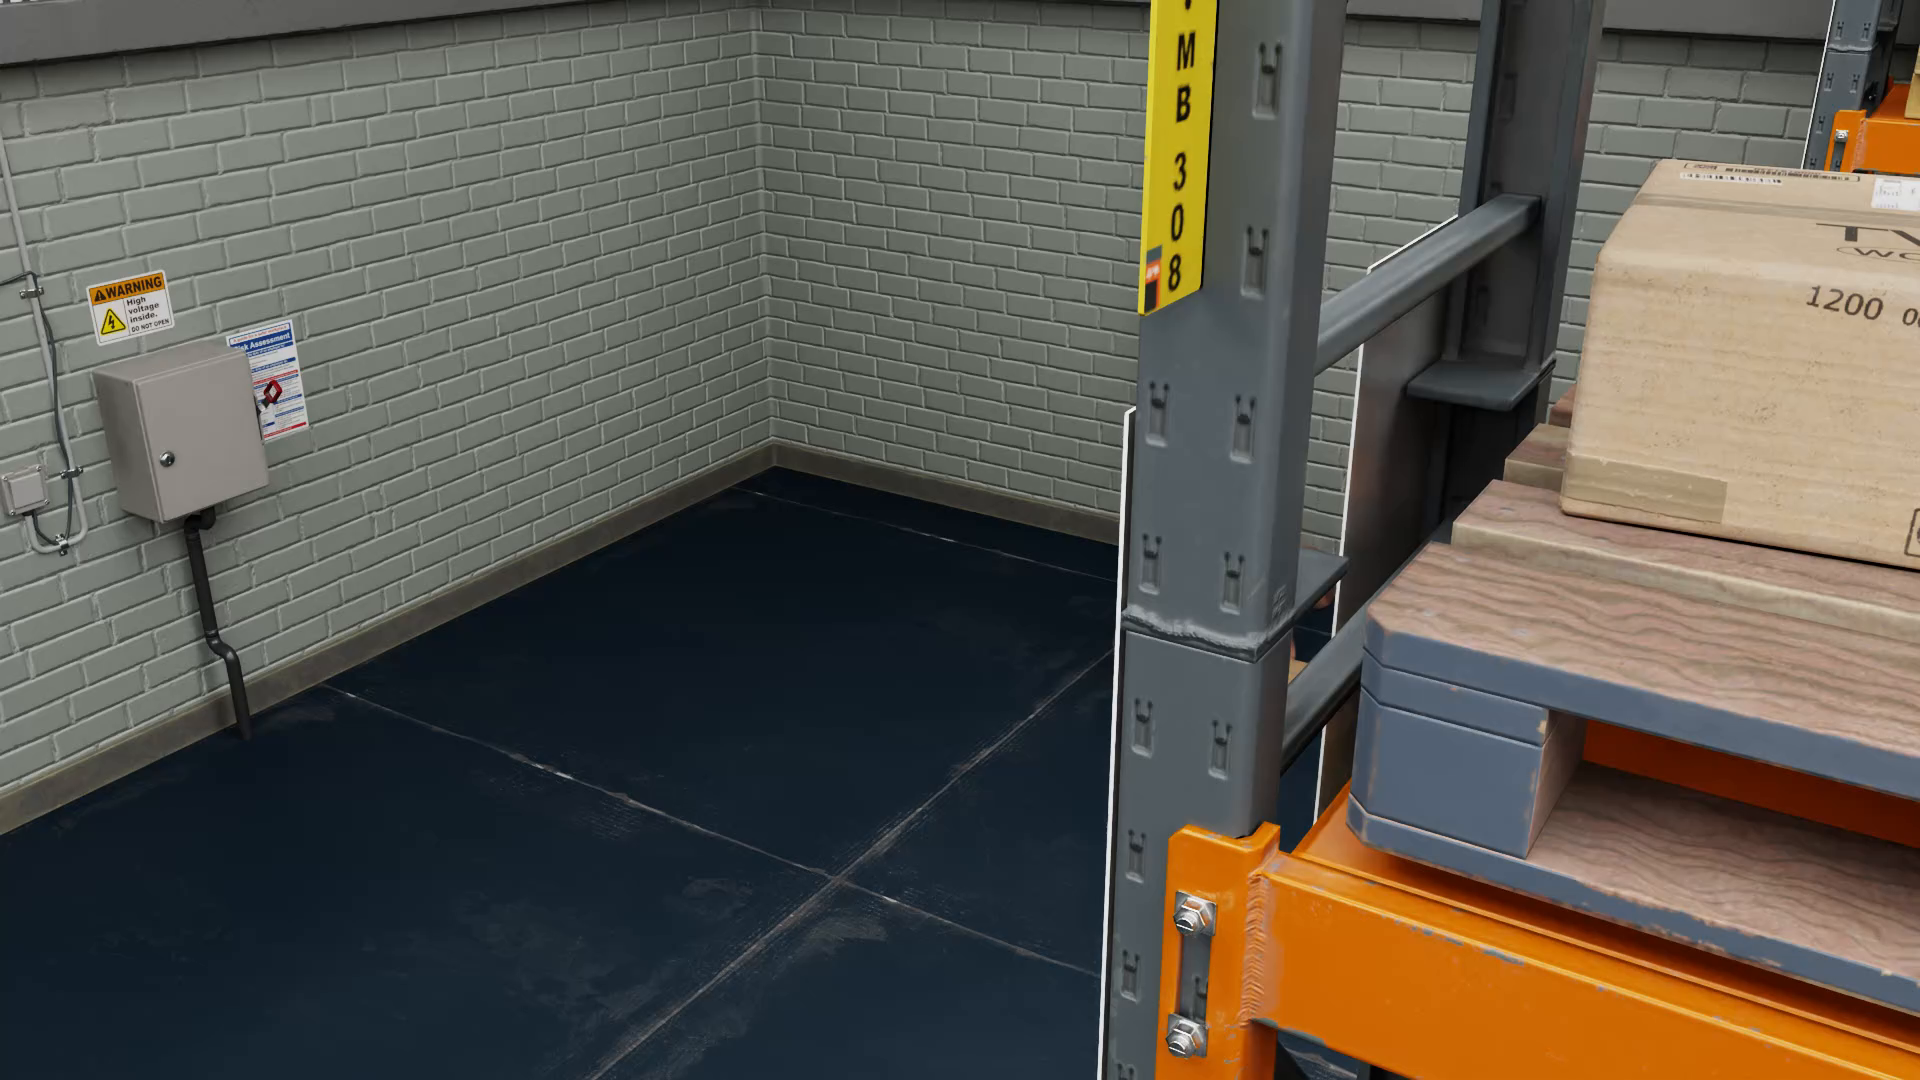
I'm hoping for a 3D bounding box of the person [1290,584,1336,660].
[{"bbox_3d":[1.188,0.405,7.430,0.932,0.780,0.527,13,26,28],"label":"person"}]
